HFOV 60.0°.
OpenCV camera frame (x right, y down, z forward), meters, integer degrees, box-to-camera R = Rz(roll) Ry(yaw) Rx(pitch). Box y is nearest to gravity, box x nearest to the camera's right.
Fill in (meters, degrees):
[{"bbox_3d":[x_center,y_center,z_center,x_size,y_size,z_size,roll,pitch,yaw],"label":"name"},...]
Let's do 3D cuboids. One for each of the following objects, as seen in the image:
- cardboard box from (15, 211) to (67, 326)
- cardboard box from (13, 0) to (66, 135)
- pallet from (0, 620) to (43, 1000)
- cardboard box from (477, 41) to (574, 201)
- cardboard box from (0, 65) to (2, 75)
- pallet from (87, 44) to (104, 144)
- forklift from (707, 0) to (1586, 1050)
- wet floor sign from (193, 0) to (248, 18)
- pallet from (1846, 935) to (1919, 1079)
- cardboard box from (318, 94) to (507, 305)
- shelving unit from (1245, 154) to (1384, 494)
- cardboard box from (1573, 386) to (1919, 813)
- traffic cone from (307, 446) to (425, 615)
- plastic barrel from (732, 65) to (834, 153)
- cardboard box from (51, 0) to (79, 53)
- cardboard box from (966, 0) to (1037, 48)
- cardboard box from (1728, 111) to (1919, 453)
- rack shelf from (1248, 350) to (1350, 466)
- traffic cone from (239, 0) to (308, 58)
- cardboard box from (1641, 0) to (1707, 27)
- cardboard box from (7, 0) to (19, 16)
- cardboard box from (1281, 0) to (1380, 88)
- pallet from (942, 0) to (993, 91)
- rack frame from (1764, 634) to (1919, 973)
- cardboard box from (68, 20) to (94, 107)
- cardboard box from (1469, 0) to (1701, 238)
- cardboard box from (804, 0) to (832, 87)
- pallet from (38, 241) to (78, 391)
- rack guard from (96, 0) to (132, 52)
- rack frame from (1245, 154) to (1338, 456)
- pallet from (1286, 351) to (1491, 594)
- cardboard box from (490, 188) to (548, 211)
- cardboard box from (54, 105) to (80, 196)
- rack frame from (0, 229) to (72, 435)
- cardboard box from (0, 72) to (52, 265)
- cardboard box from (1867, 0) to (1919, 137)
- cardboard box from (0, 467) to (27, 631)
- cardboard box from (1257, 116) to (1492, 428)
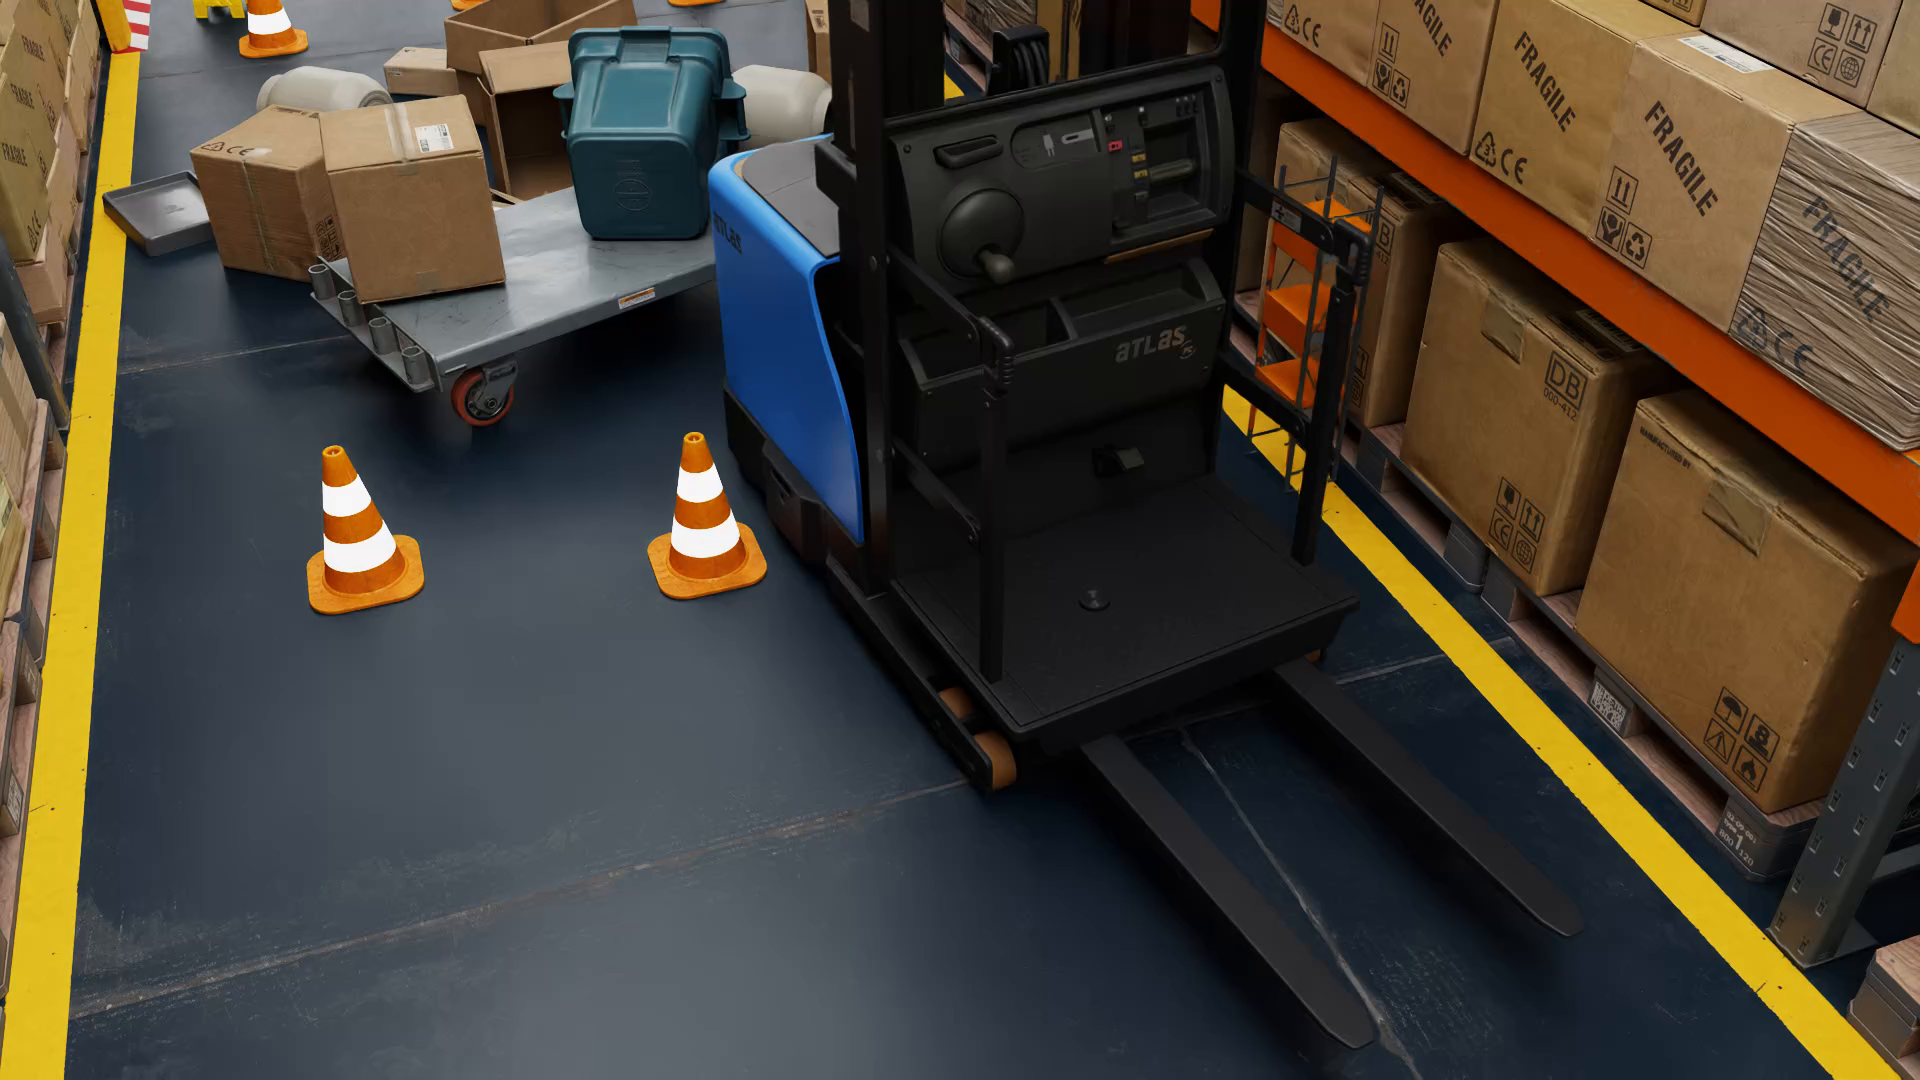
[{"bbox_3d":[-3.515,-0.959,5.966,0.500,0.250,0.500,-14,39,-18],"label":"cardboard box"},{"bbox_3d":[-3.887,-1.851,6.528,0.500,0.500,0.500,-10,38,-14],"label":"cardboard box"},{"bbox_3d":[-2.872,0.744,4.087,1.003,0.211,1.213,-12,39,-16],"label":"pallet"},{"bbox_3d":[-1.630,-1.822,7.138,0.797,0.637,0.503,-12,39,-16],"label":"cardboard box"},{"bbox_3d":[-3.501,-1.600,5.655,0.380,0.149,0.250,-12,39,-15],"label":"cardboard box"},{"bbox_3d":[-4.669,-2.137,7.911,1.003,0.211,1.213,-12,39,-16],"label":"pallet"},{"bbox_3d":[0.380,-0.823,3.906,1.130,2.935,3.031,-18,41,-23],"label":"forklift"},{"bbox_3d":[-4.002,-3.148,8.893,0.267,0.644,0.232,0,37,0],"label":"wet floor sign"},{"bbox_3d":[2.692,1.233,3.437,1.003,0.211,1.213,-12,39,-16],"label":"pallet"},{"bbox_3d":[-1.904,-1.189,5.784,0.500,0.500,0.500,-12,39,-16],"label":"cardboard box"},{"bbox_3d":[1.105,-0.662,5.257,0.215,1.050,0.252,-14,39,-18],"label":"shelving unit"},{"bbox_3d":[2.299,0.046,4.217,1.050,0.750,0.750,-13,39,-17],"label":"cardboard box"},{"bbox_3d":[-1.824,-0.076,4.966,0.336,0.463,0.334,-12,39,-16],"label":"traffic cone"},{"bbox_3d":[-0.783,-1.876,7.389,0.512,0.421,0.421,12,39,16],"label":"plastic barrel"},{"bbox_3d":[-4.238,-2.436,7.304,0.500,0.500,0.500,-11,38,-14],"label":"cardboard box"},{"bbox_3d":[0.583,-2.779,7.863,0.875,0.875,0.875,-12,39,-16],"label":"cardboard box"},{"bbox_3d":[2.017,-0.561,3.419,0.500,0.500,0.500,-12,39,-16],"label":"cardboard box"},{"bbox_3d":[1.105,-0.432,5.430,0.215,0.259,0.240,-14,39,-18],"label":"rack shelf"},{"bbox_3d":[-3.582,-2.770,8.543,0.336,0.463,0.334,-12,39,-16],"label":"traffic cone"},{"bbox_3d":[1.925,-1.592,3.956,0.700,0.500,0.500,-13,39,-17],"label":"cardboard box"},{"bbox_3d":[-3.775,-2.042,6.241,0.380,0.149,0.250,-10,38,-13],"label":"cardboard box"},{"bbox_3d":[1.320,-1.701,4.932,0.500,0.500,0.500,-13,39,-16],"label":"cardboard box"},{"bbox_3d":[0.436,-2.604,8.532,1.003,0.211,1.213,-12,39,-16],"label":"pallet"},{"bbox_3d":[2.424,-0.322,3.185,1.000,3.000,0.127,-12,39,-16],"label":"rack frame"},{"bbox_3d":[-4.240,-2.134,7.526,0.500,0.250,0.500,-12,39,-16],"label":"cardboard box"},{"bbox_3d":[1.675,-1.125,4.168,0.500,0.500,0.500,-13,39,-17],"label":"cardboard box"},{"bbox_3d":[-0.450,-2.249,7.818,0.500,0.500,0.500,-6,37,-8],"label":"cardboard box"},{"bbox_3d":[-3.829,-0.758,6.081,1.003,0.211,1.213,-12,39,-16],"label":"pallet"},{"bbox_3d":[-4.915,-2.718,8.443,1.175,0.500,0.348,-12,39,-16],"label":"rack guard"},{"bbox_3d":[1.058,-0.730,5.347,0.200,1.050,0.008,-14,39,-18],"label":"rack frame"},{"bbox_3d":[1.808,-0.357,5.549,1.003,0.211,1.213,-12,39,-16],"label":"pallet"},{"bbox_3d":[-1.830,-1.312,6.772,0.396,0.266,0.258,19,41,23],"label":"cardboard box"},{"bbox_3d":[-3.894,-1.557,6.760,0.500,0.250,0.500,-13,39,-17],"label":"cardboard box"},{"bbox_3d":[-3.565,-1.500,4.748,1.000,3.000,0.127,-12,39,-16],"label":"rack frame"},{"bbox_3d":[-3.515,-1.258,5.740,0.500,0.500,0.500,-11,38,-14],"label":"cardboard box"},{"bbox_3d":[2.279,-1.017,3.193,0.700,0.500,0.500,-13,39,-16],"label":"cardboard box"},{"bbox_3d":[-3.132,0.083,4.481,0.950,0.372,0.625,-10,38,-13],"label":"cardboard box"},{"bbox_3d":[1.674,-0.973,5.570,1.050,0.750,0.750,-12,39,-16],"label":"cardboard box"}]
